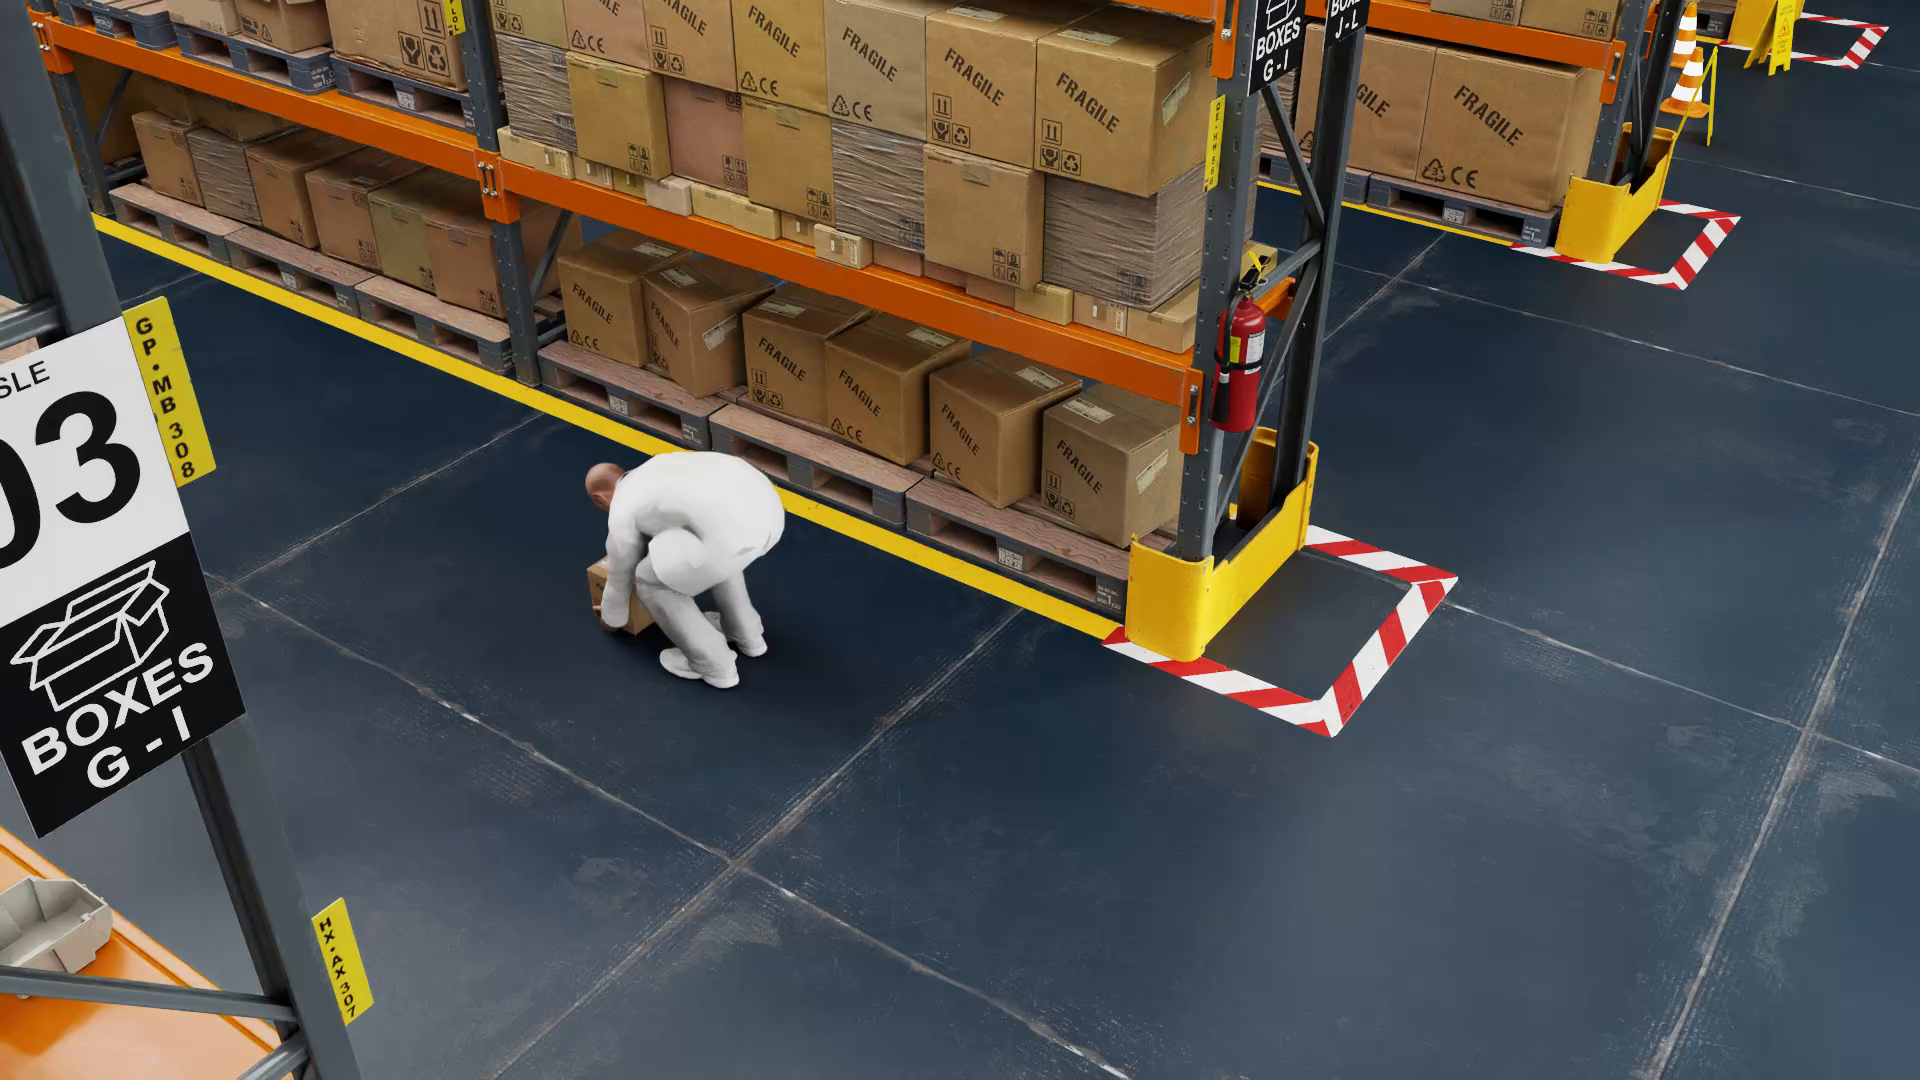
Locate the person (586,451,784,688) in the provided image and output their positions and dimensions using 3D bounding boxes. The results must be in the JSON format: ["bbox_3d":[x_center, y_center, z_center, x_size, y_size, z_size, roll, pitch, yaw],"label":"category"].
[{"bbox_3d":[-1.136,0.053,6.810,0.946,0.952,0.590,19,39,26],"label":"person"}]
